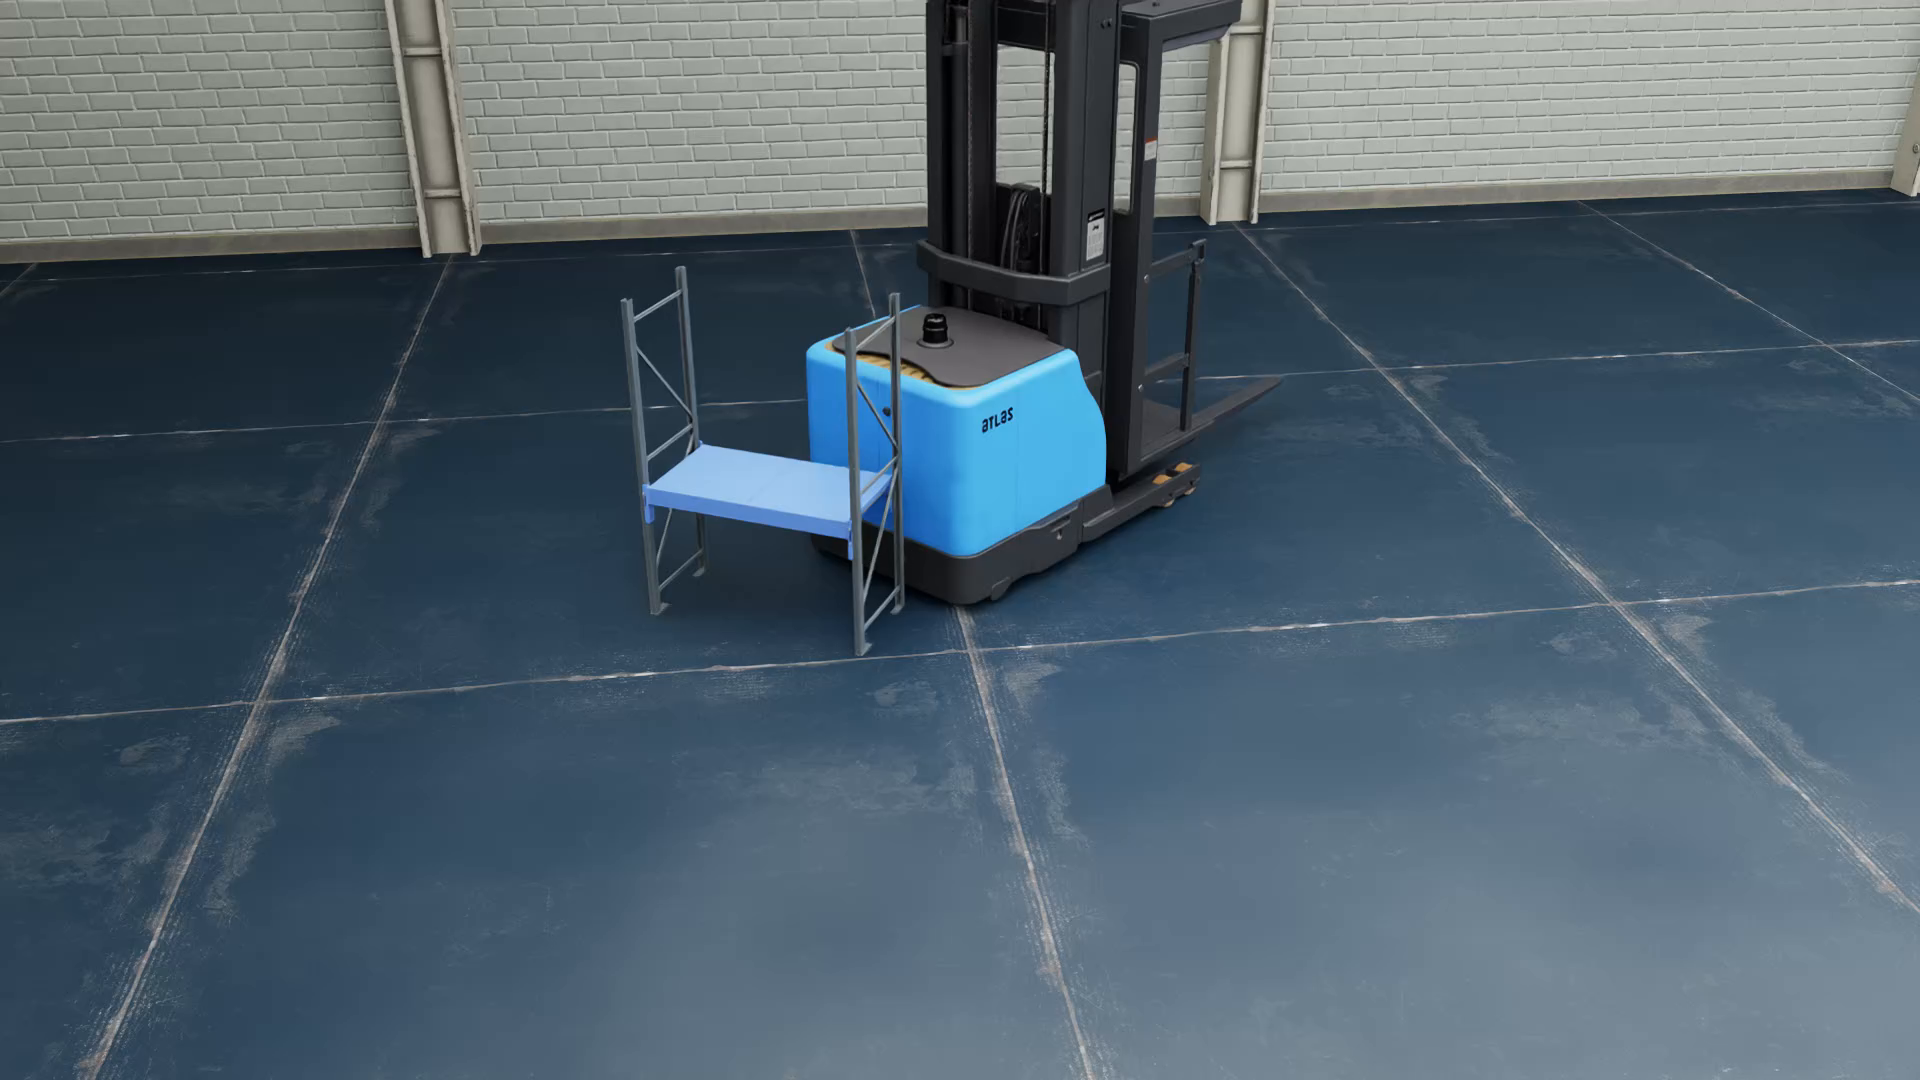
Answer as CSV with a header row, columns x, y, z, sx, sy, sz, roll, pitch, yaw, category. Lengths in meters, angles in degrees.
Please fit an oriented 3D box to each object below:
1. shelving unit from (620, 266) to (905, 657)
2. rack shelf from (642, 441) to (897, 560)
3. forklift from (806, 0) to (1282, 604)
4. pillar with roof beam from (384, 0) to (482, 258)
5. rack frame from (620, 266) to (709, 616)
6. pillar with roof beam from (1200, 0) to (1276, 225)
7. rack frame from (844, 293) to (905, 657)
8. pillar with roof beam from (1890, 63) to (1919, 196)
x,y,z,sx,sy,sz,roll,pitch,yaw,category
-0.831,-0.347,7.283,1.048,1.500,0.538,10,29,18,shelving unit
-0.831,-0.187,7.365,1.000,0.185,0.538,10,29,18,rack shelf
0.615,-1.608,8.173,1.130,2.935,3.031,21,34,35,forklift
-3.209,-4.235,6.646,0.400,9.000,9.100,-4,27,-7,pillar with roof beam
-1.307,-0.429,7.443,0.032,1.500,0.500,10,29,18,rack frame
2.733,-4.616,7.390,0.400,9.000,9.100,-4,27,-7,pillar with roof beam
-0.356,-0.265,7.123,0.032,1.500,0.500,10,29,18,rack frame
8.674,-4.998,8.133,0.400,9.000,9.100,-4,27,-7,pillar with roof beam
